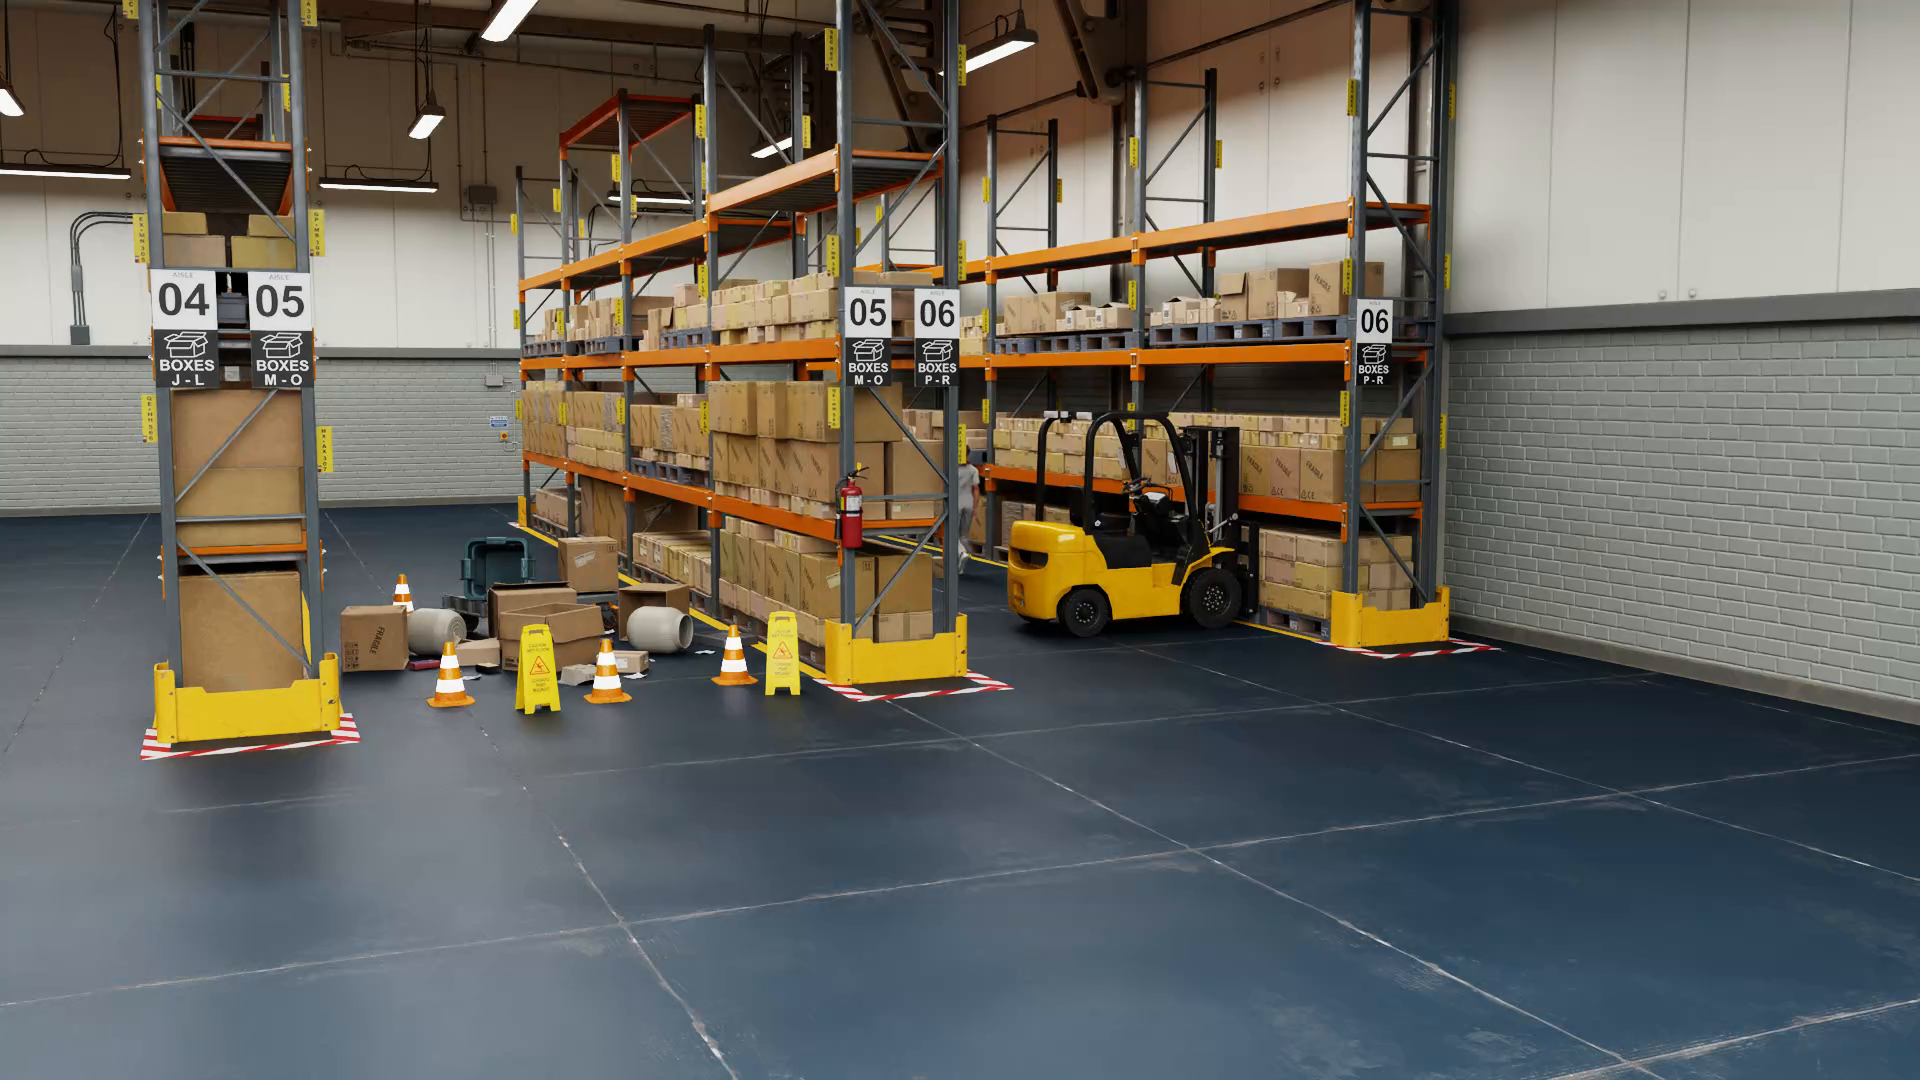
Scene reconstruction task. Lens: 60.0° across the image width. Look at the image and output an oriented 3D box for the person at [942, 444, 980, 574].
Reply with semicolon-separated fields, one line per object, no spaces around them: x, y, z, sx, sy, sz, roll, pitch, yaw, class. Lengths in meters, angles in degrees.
0.009;-0.388;20.893;0.467;1.665;0.747;-2;6;-17;person
